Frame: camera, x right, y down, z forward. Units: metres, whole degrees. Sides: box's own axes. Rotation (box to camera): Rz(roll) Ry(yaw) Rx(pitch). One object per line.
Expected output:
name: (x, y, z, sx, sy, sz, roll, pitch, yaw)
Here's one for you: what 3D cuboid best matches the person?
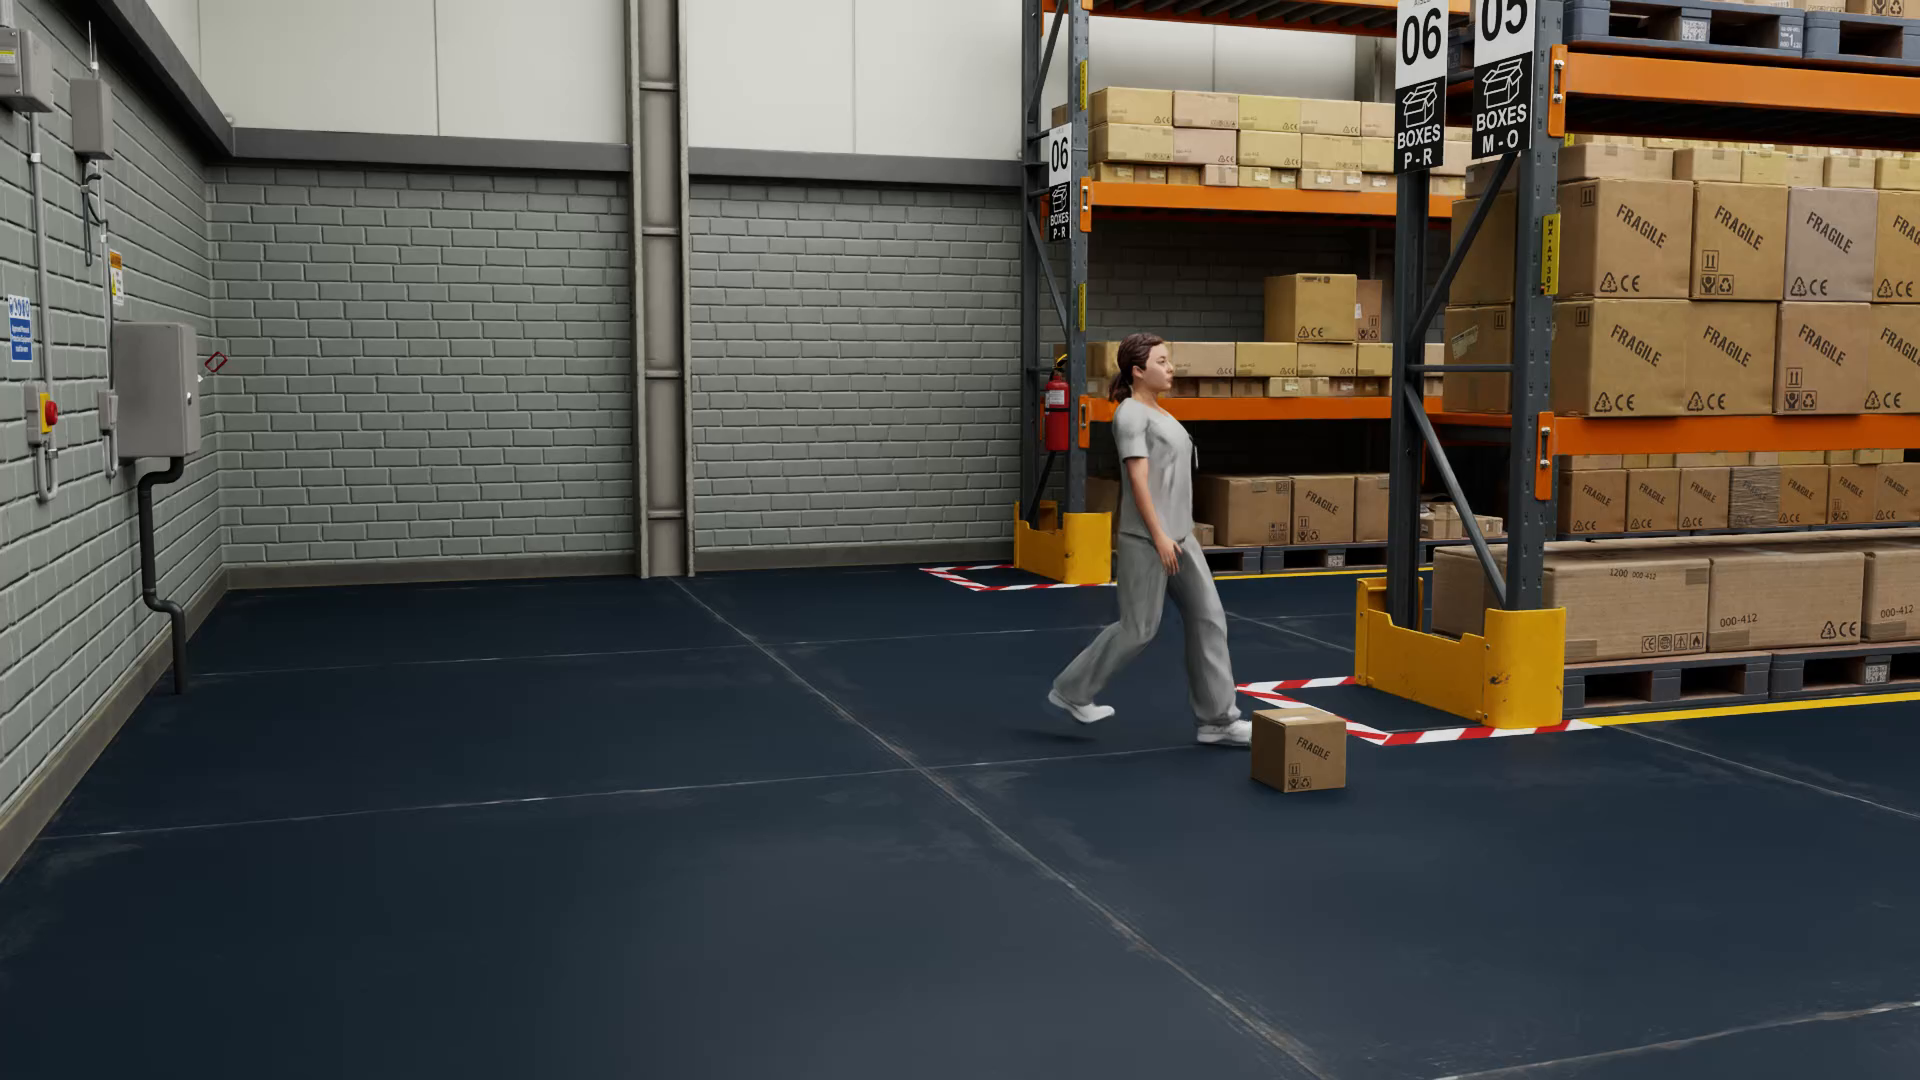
person: (0.789, -0.006, 6.636, 0.900, 1.634, 0.449, 3, 7, 30)
